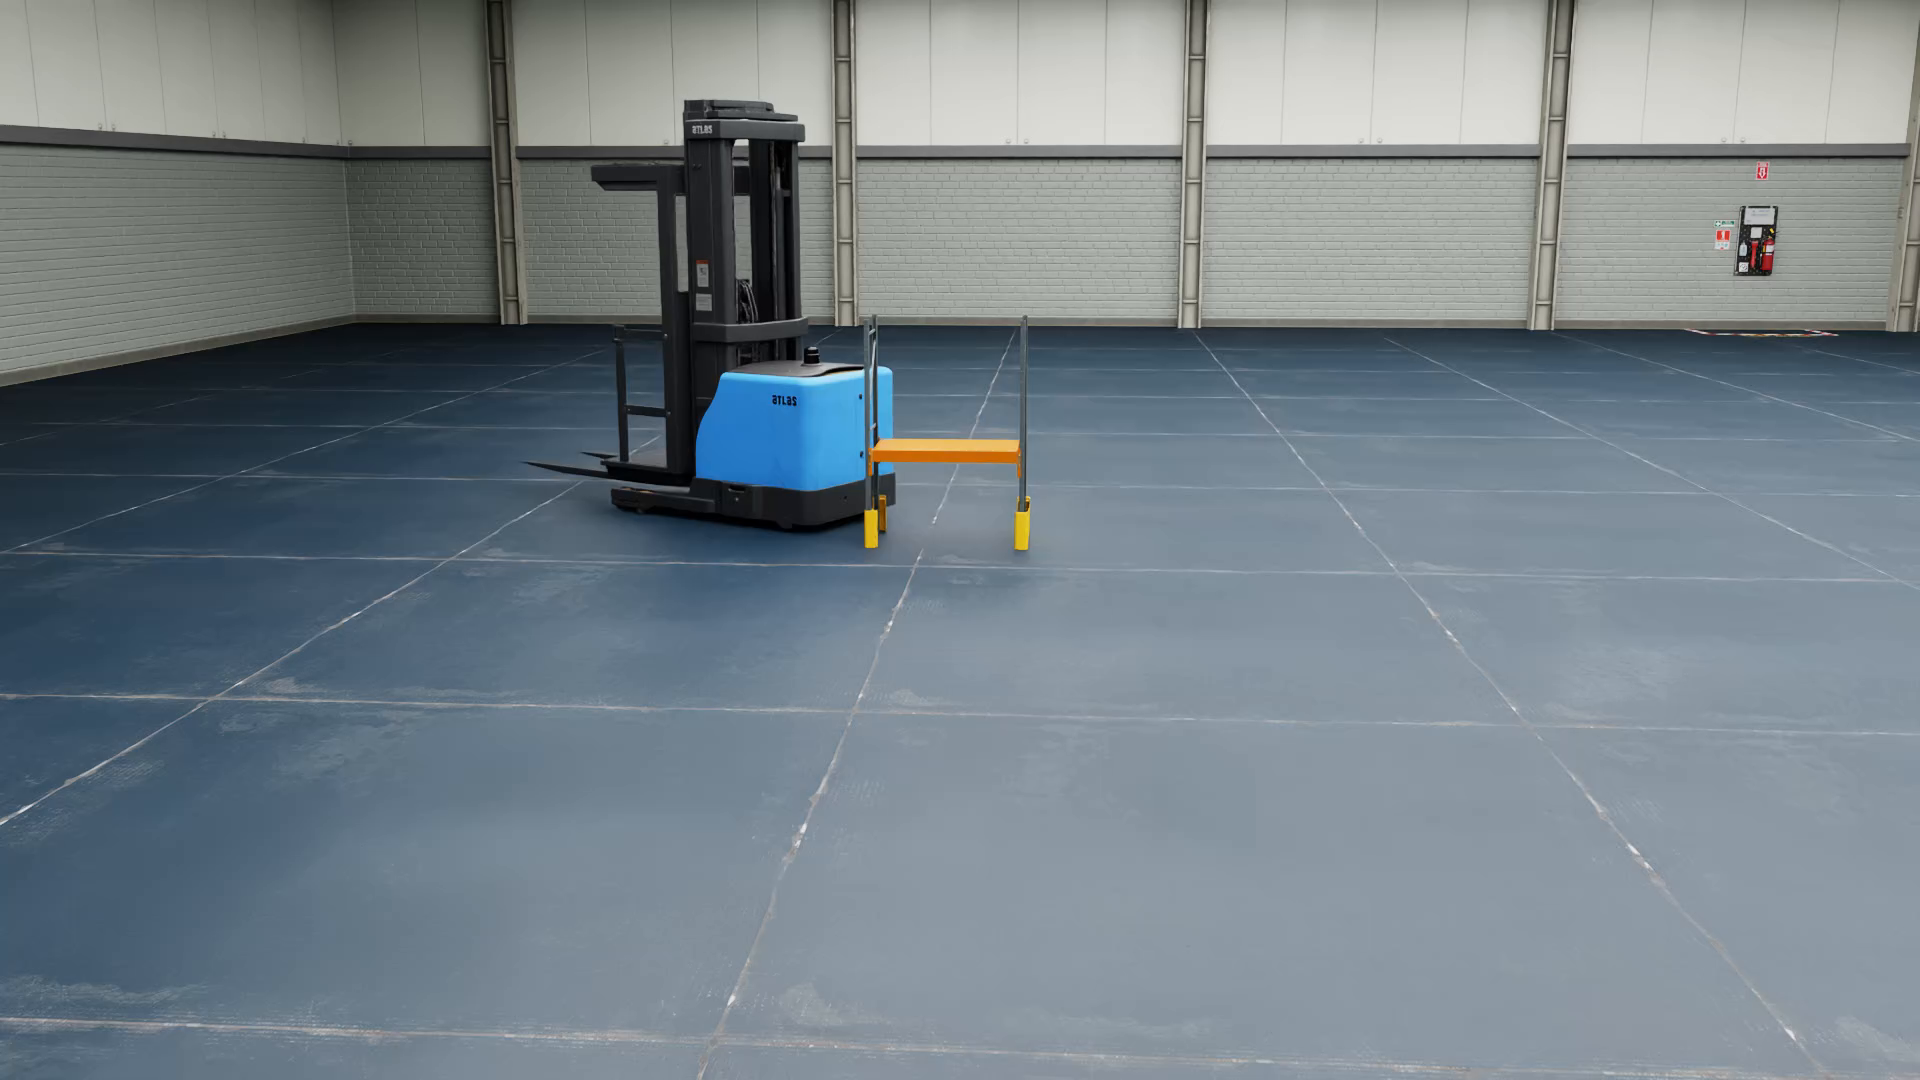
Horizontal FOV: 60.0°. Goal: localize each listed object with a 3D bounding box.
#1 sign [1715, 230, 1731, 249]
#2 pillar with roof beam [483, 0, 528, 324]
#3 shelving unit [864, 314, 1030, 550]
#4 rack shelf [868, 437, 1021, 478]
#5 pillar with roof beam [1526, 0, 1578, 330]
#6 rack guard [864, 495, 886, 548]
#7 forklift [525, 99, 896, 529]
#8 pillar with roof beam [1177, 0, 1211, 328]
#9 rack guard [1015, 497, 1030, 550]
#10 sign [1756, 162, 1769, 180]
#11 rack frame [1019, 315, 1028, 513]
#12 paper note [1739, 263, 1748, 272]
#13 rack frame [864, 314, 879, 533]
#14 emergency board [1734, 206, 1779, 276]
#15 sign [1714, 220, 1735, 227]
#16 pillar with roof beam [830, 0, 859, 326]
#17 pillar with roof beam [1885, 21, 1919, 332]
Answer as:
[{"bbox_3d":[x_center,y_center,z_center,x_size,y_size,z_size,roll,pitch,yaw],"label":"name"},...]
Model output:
[{"bbox_3d":[12.958,-5.103,28.248,0.234,0.329,0.001,1,12,4],"label":"sign"},{"bbox_3d":[-8.268,-7.400,24.667,0.400,9.000,9.100,1,12,4],"label":"pillar with roof beam"},{"bbox_3d":[-0.076,-0.735,11.119,1.083,1.500,0.587,1,12,4],"label":"shelving unit"},{"bbox_3d":[-0.085,-0.559,11.157,1.000,0.185,0.538,1,12,4],"label":"rack shelf"},{"bbox_3d":[9.692,-7.154,23.490,0.400,9.000,9.100,1,12,4],"label":"pillar with roof beam"},{"bbox_3d":[-0.573,-0.130,11.280,0.087,0.250,0.587,1,12,4],"label":"rack guard"},{"bbox_3d":[-1.984,-1.716,12.314,3.031,2.935,1.130,8,14,33],"label":"forklift"},{"bbox_3d":[3.705,-7.236,23.882,0.400,9.000,9.100,1,12,4],"label":"pillar with roof beam"},{"bbox_3d":[0.421,-0.117,11.215,0.087,0.250,0.587,1,12,4],"label":"rack guard"},{"bbox_3d":[13.502,-6.212,27.975,0.199,0.298,0.001,1,12,4],"label":"sign"},{"bbox_3d":[0.422,-0.728,11.087,0.032,1.500,0.500,1,12,4],"label":"rack frame"},{"bbox_3d":[13.331,-4.642,28.284,0.142,0.148,0.016,1,12,4],"label":"paper note"},{"bbox_3d":[-0.592,-0.742,11.153,0.032,1.500,0.500,1,12,4],"label":"rack frame"},{"bbox_3d":[13.503,-5.056,28.115,0.643,1.169,0.194,1,12,4],"label":"emergency board"},{"bbox_3d":[12.962,-5.360,28.185,0.331,0.109,0.001,1,12,4],"label":"sign"},{"bbox_3d":[-2.281,-7.318,24.274,0.400,9.000,9.100,1,12,4],"label":"pillar with roof beam"},{"bbox_3d":[15.679,-7.072,23.097,0.400,9.000,9.100,1,12,4],"label":"pillar with roof beam"}]
